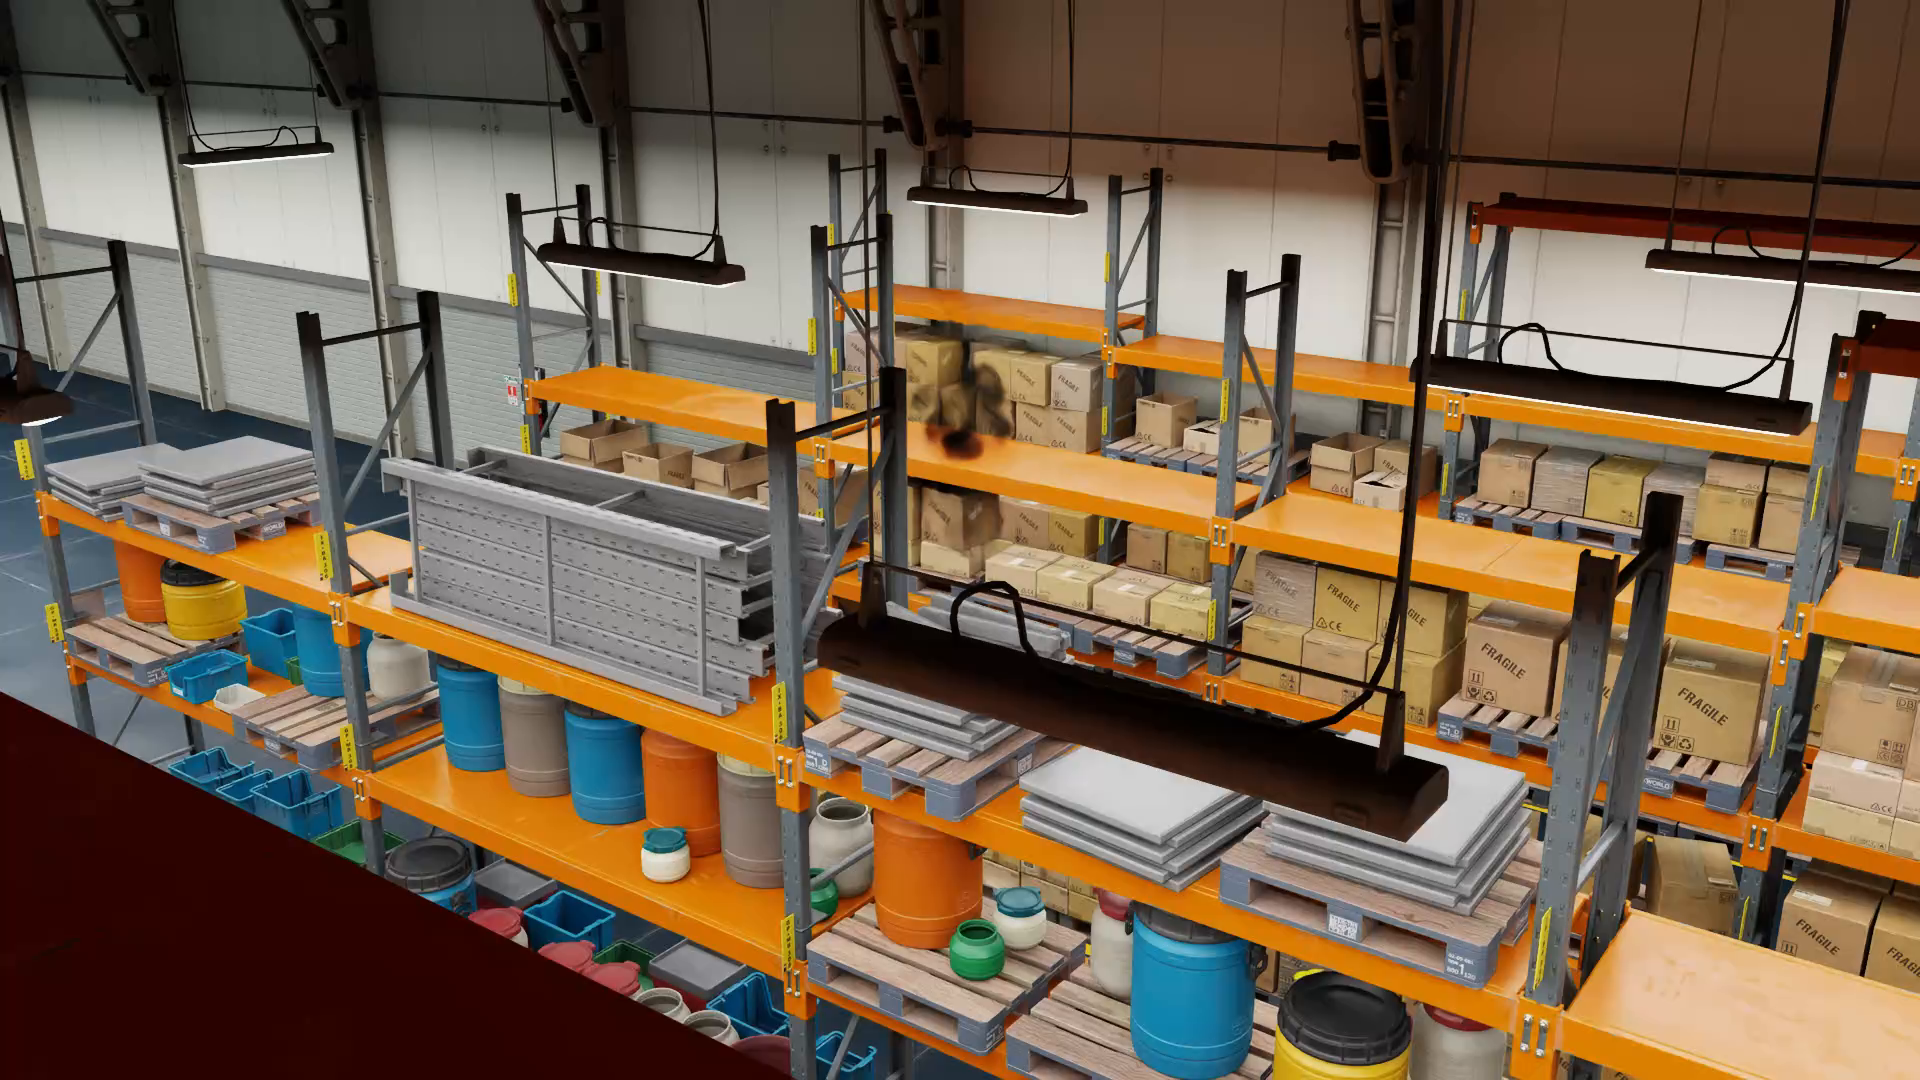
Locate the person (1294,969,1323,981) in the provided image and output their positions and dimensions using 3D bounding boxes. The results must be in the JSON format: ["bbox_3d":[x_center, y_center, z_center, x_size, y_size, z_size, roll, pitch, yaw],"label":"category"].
[{"bbox_3d":[2.447,3.694,11.345,0.581,1.728,0.720,10,21,28],"label":"person"}]
